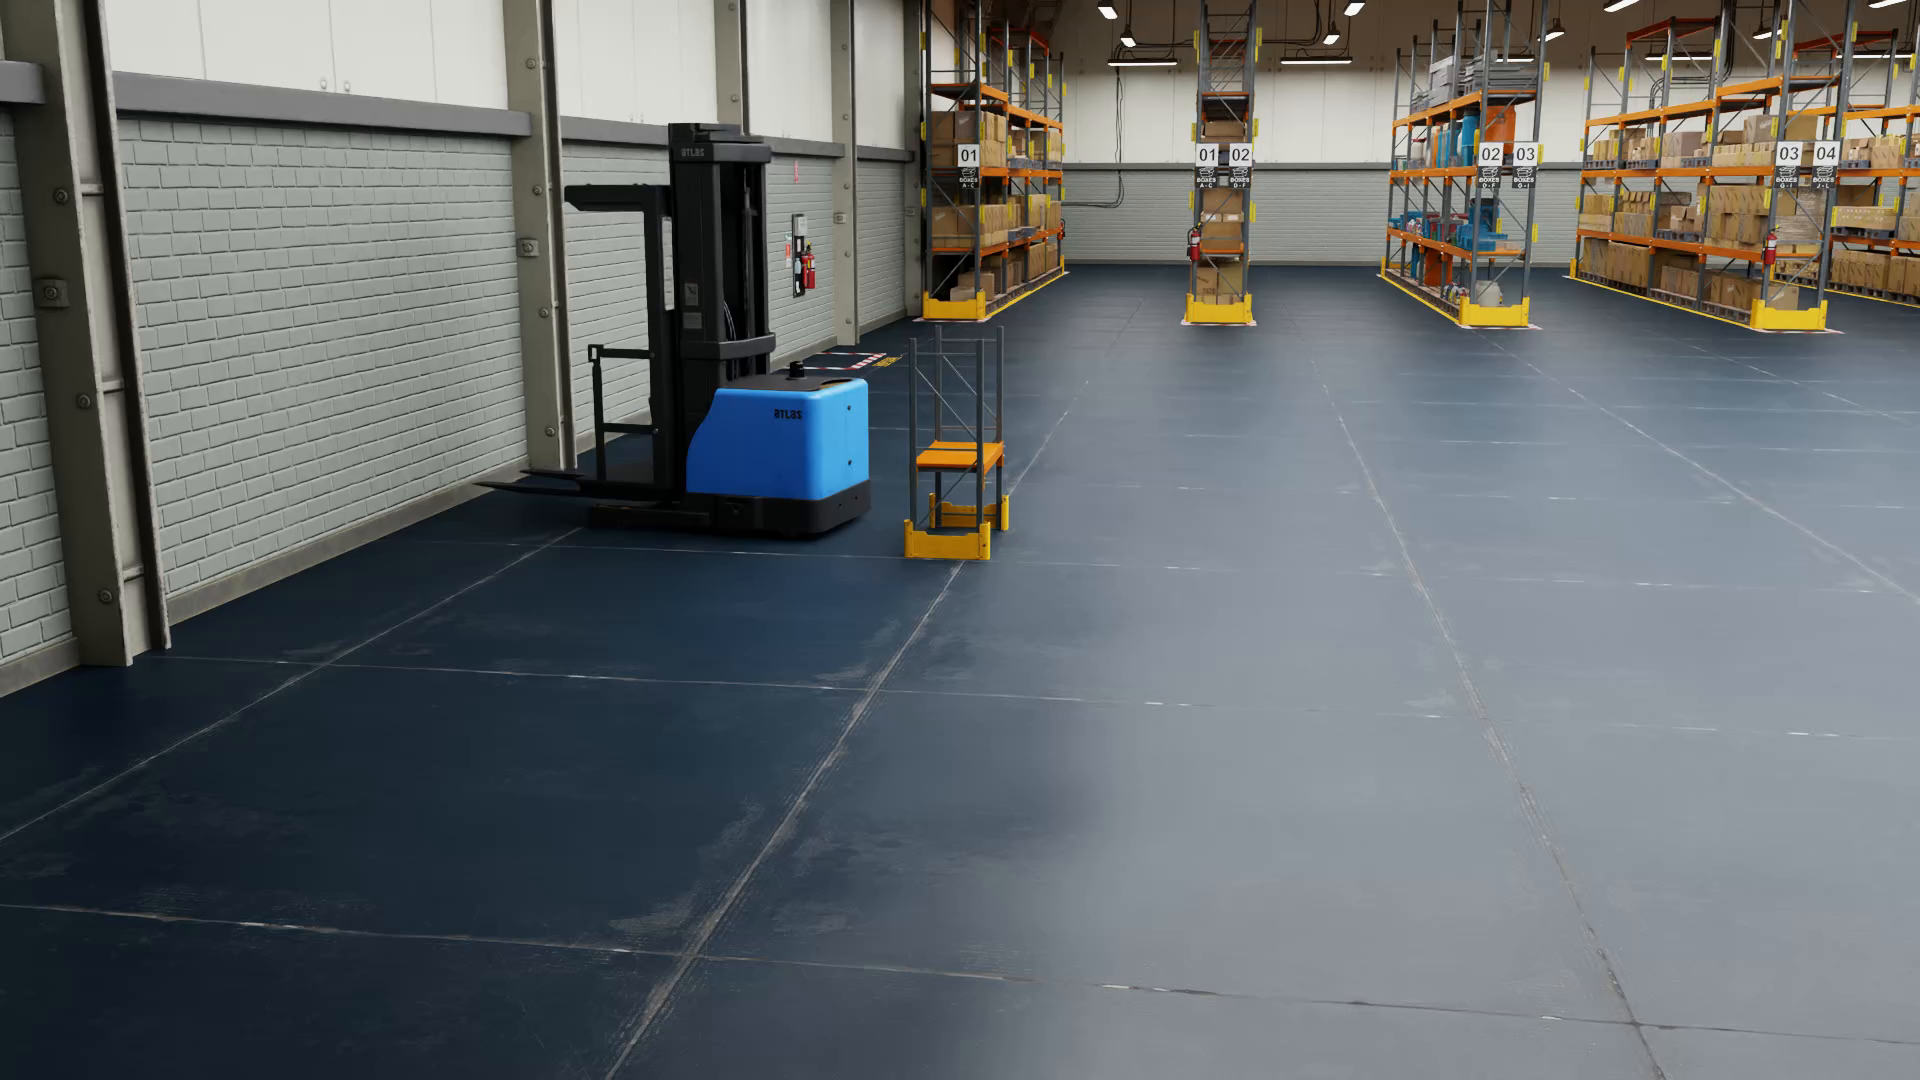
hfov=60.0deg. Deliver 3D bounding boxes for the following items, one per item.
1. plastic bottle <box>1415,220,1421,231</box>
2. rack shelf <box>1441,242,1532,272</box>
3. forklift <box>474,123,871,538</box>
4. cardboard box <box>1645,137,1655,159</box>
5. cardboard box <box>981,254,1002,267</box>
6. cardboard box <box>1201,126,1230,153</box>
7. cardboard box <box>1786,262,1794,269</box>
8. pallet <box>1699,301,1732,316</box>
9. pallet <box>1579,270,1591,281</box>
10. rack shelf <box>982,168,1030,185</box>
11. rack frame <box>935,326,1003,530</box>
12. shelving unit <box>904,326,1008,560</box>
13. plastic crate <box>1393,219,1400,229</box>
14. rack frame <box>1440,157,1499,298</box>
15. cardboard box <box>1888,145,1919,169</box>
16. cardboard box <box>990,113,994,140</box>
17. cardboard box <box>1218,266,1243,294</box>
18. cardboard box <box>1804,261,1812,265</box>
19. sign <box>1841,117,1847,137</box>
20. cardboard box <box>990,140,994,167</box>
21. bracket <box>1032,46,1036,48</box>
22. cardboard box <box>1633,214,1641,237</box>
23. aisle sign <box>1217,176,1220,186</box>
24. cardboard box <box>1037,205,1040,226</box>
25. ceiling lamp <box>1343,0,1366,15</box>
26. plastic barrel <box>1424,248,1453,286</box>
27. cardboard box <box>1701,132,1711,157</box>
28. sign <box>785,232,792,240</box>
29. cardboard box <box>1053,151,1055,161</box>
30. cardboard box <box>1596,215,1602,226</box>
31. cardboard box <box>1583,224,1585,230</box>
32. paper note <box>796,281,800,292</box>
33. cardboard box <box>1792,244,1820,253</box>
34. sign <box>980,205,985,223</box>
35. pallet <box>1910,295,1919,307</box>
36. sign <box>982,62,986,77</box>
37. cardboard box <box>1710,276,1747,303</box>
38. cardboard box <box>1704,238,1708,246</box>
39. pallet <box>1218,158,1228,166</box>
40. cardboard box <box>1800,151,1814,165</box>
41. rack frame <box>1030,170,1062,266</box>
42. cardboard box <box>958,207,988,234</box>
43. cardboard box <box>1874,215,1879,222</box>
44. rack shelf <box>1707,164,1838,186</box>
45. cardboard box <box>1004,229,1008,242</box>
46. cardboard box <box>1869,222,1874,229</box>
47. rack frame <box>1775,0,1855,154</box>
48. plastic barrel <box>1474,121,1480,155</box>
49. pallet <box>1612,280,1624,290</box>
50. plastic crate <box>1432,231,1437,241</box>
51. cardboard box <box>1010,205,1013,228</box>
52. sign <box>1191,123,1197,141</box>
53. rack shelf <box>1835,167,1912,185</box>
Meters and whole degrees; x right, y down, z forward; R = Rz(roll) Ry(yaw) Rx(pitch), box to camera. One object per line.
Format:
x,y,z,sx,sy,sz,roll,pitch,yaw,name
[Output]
10.775,-7.349,39.090,0.144,0.351,0.185,2,12,9,plastic bottle
9.970,-5.404,31.659,1.077,0.370,4.000,2,12,9,rack shelf
-2.255,-1.614,12.526,3.031,2.935,1.130,4,13,19,forklift
15.856,-8.877,37.710,0.500,0.500,0.500,3,12,12,cardboard box
0.650,-6.099,36.281,0.500,0.250,0.500,2,12,7,cardboard box
5.006,-7.786,32.305,0.797,0.503,0.637,3,13,15,cardboard box
21.374,-7.026,42.538,0.380,0.149,0.250,2,12,10,cardboard box
15.104,-4.508,32.410,1.003,0.211,1.213,2,12,9,pallet
16.972,-6.978,43.871,1.003,0.211,1.213,2,12,9,pallet
0.797,-8.024,36.696,1.077,0.370,4.000,2,12,9,rack shelf
0.065,-0.821,12.244,0.500,1.500,0.032,2,12,9,rack frame
-0.012,-0.717,11.762,0.587,1.500,1.083,2,12,9,shelving unit
11.512,-8.241,43.366,0.416,0.233,0.300,2,12,9,plastic crate
10.278,-6.172,33.515,1.000,3.000,0.127,2,12,9,rack frame
20.510,-8.305,36.054,0.500,0.500,0.500,2,12,9,cardboard box
0.368,-7.957,32.016,0.500,0.500,0.500,2,12,10,cardboard box
5.146,-4.937,31.533,0.500,0.500,0.500,2,12,9,cardboard box
21.184,-6.898,41.239,0.380,0.149,0.250,1,12,6,cardboard box
15.093,-7.055,28.417,0.100,0.325,0.005,2,12,9,sign
0.366,-7.466,32.113,0.500,0.500,0.500,2,12,11,cardboard box
1.783,-13.636,45.363,0.076,0.066,4.783,2,12,9,bracket
15.778,-7.216,38.120,0.500,0.500,0.500,1,12,7,cardboard box
6.950,-10.126,45.690,0.394,0.787,0.004,2,12,9,aisle sign
1.671,-7.944,40.742,0.500,0.500,0.500,2,12,10,cardboard box
8.033,-12.004,32.476,0.800,3.185,2.000,2,12,9,ceiling lamp
10.952,-6.252,38.038,0.600,0.830,0.708,2,12,9,plastic barrel
15.486,-8.025,33.748,0.797,0.503,0.637,2,12,11,cardboard box
-2.391,-4.238,23.195,0.001,0.109,0.331,2,12,9,sign
2.250,-10.154,43.991,0.500,0.250,0.500,2,12,7,cardboard box
16.367,-8.064,41.941,0.500,0.250,0.500,2,12,10,cardboard box
16.560,-8.217,43.599,0.380,0.149,0.250,2,12,7,cardboard box
-2.309,-3.607,23.702,0.016,0.148,0.142,2,12,9,paper note
14.836,-5.108,29.172,0.380,0.149,0.250,2,12,9,cardboard box
0.410,-6.066,30.968,0.100,0.325,0.005,2,12,9,sign
20.287,-4.885,34.159,1.003,0.211,1.213,2,12,9,pallet
0.555,-10.810,38.201,0.100,0.325,0.005,2,12,9,sign
15.071,-4.913,32.609,0.500,0.500,0.500,1,12,7,cardboard box
14.842,-5.854,32.634,0.380,0.149,0.250,2,12,9,cardboard box
5.507,-7.891,34.821,0.805,0.209,1.217,1,12,6,pallet
14.886,-6.664,29.033,0.500,0.250,0.500,2,12,10,cardboard box
2.334,-8.991,46.595,1.000,3.000,0.127,2,12,9,rack frame
0.244,-6.053,31.491,0.500,0.500,0.500,2,12,9,cardboard box
20.338,-7.064,36.545,0.380,0.149,0.250,2,12,11,cardboard box
14.865,-6.710,30.598,1.077,0.370,4.000,2,12,9,rack shelf
0.716,-6.322,34.515,0.500,0.250,0.500,2,12,9,cardboard box
20.373,-6.968,36.806,0.380,0.149,0.250,2,12,10,cardboard box
14.557,-8.112,28.274,1.000,3.000,0.127,2,12,9,rack frame
9.713,-7.345,30.391,0.600,0.588,0.600,0,12,0,plastic barrel
16.358,-6.151,40.034,1.003,0.211,1.213,2,12,9,pallet
10.267,-6.441,35.262,0.450,0.188,0.662,2,12,9,plastic crate
0.764,-7.116,36.613,0.700,0.500,0.500,4,13,16,cardboard box
4.235,-7.382,30.093,0.100,0.325,0.005,2,12,9,sign
20.980,-8.194,37.482,1.077,0.370,4.000,2,12,9,rack shelf
